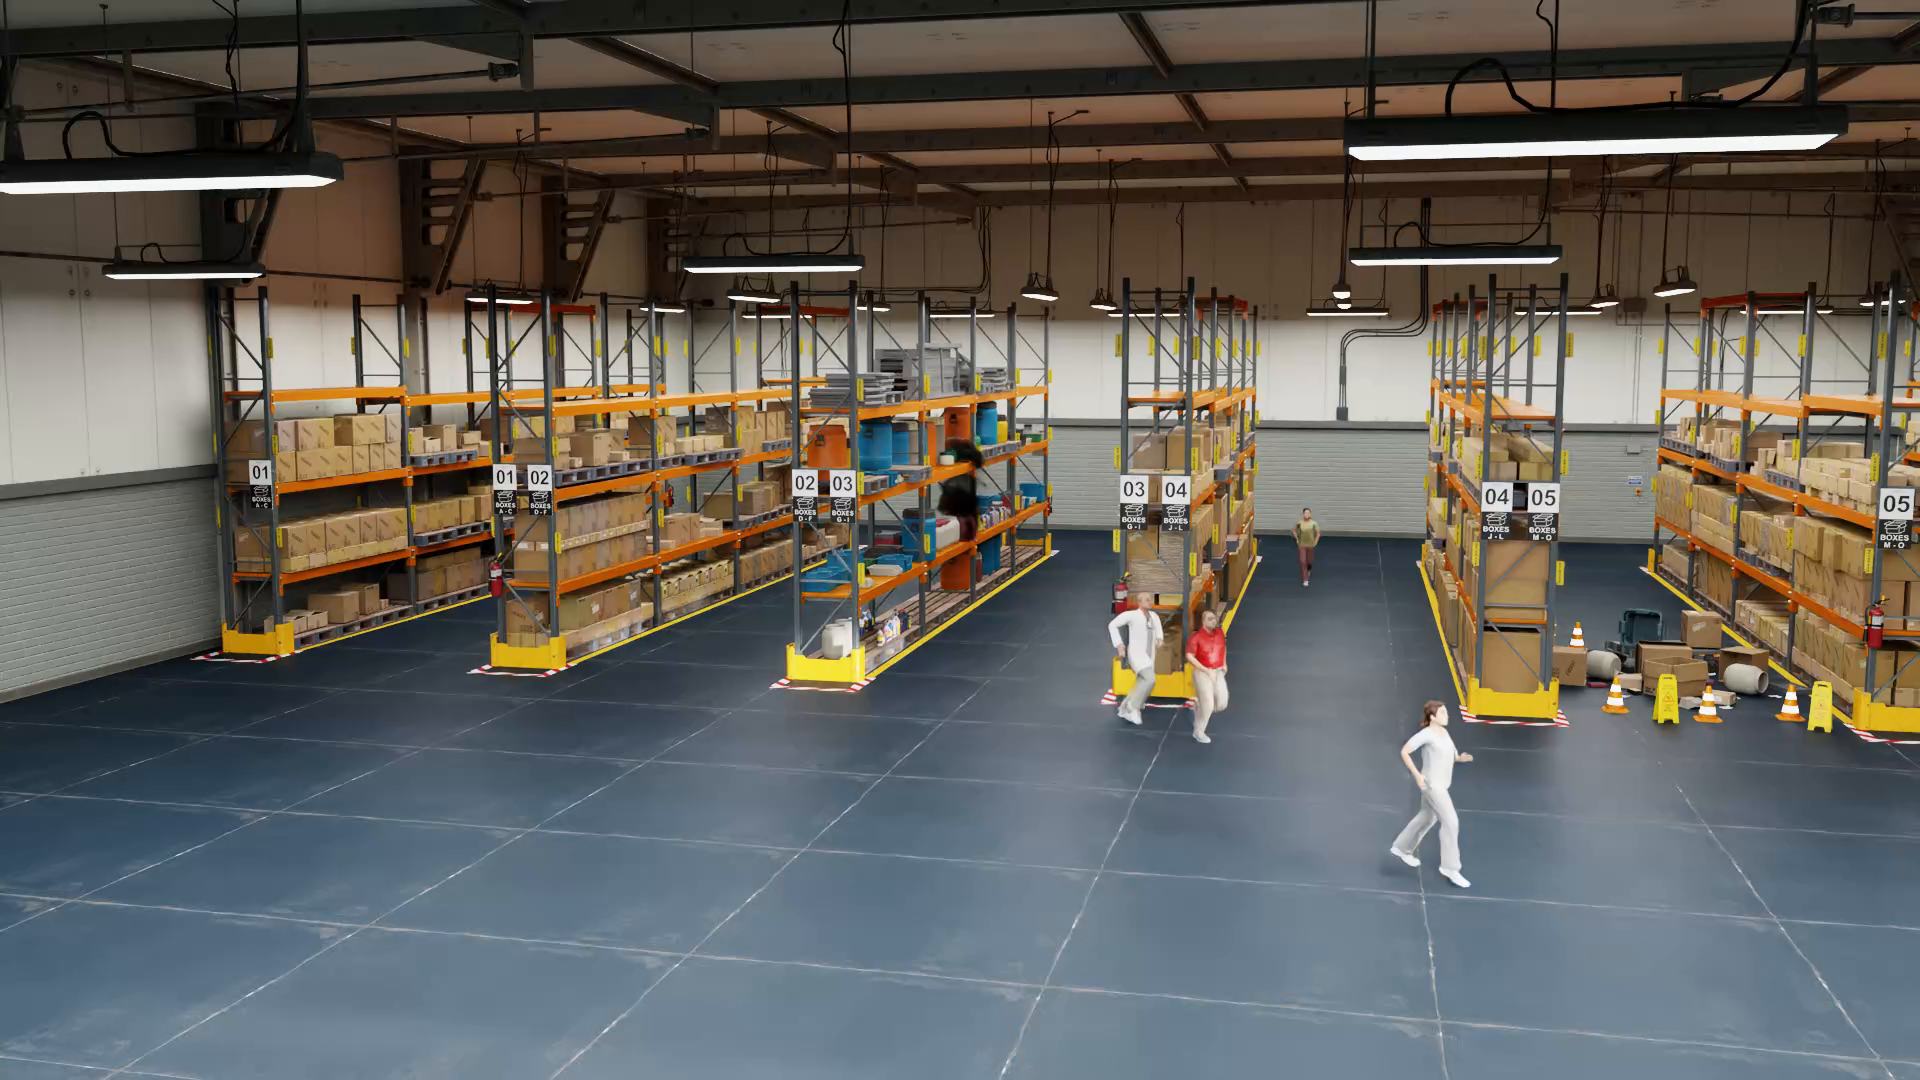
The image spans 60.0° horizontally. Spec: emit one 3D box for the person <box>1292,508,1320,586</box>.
[{"bbox_3d":[7.370,0.159,35.423,0.580,1.598,0.721,1,7,12],"label":"person"}]

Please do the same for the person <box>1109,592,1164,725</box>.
[{"bbox_3d":[2.441,1.573,22.315,0.720,1.737,0.678,-6,9,-44],"label":"person"}]

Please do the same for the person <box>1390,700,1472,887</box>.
[{"bbox_3d":[4.470,2.361,15.736,0.830,1.714,0.541,5,8,36],"label":"person"}]

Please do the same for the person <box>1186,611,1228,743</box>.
[{"bbox_3d":[3.184,1.737,21.284,0.684,1.691,0.645,-4,8,-29],"label":"person"}]
